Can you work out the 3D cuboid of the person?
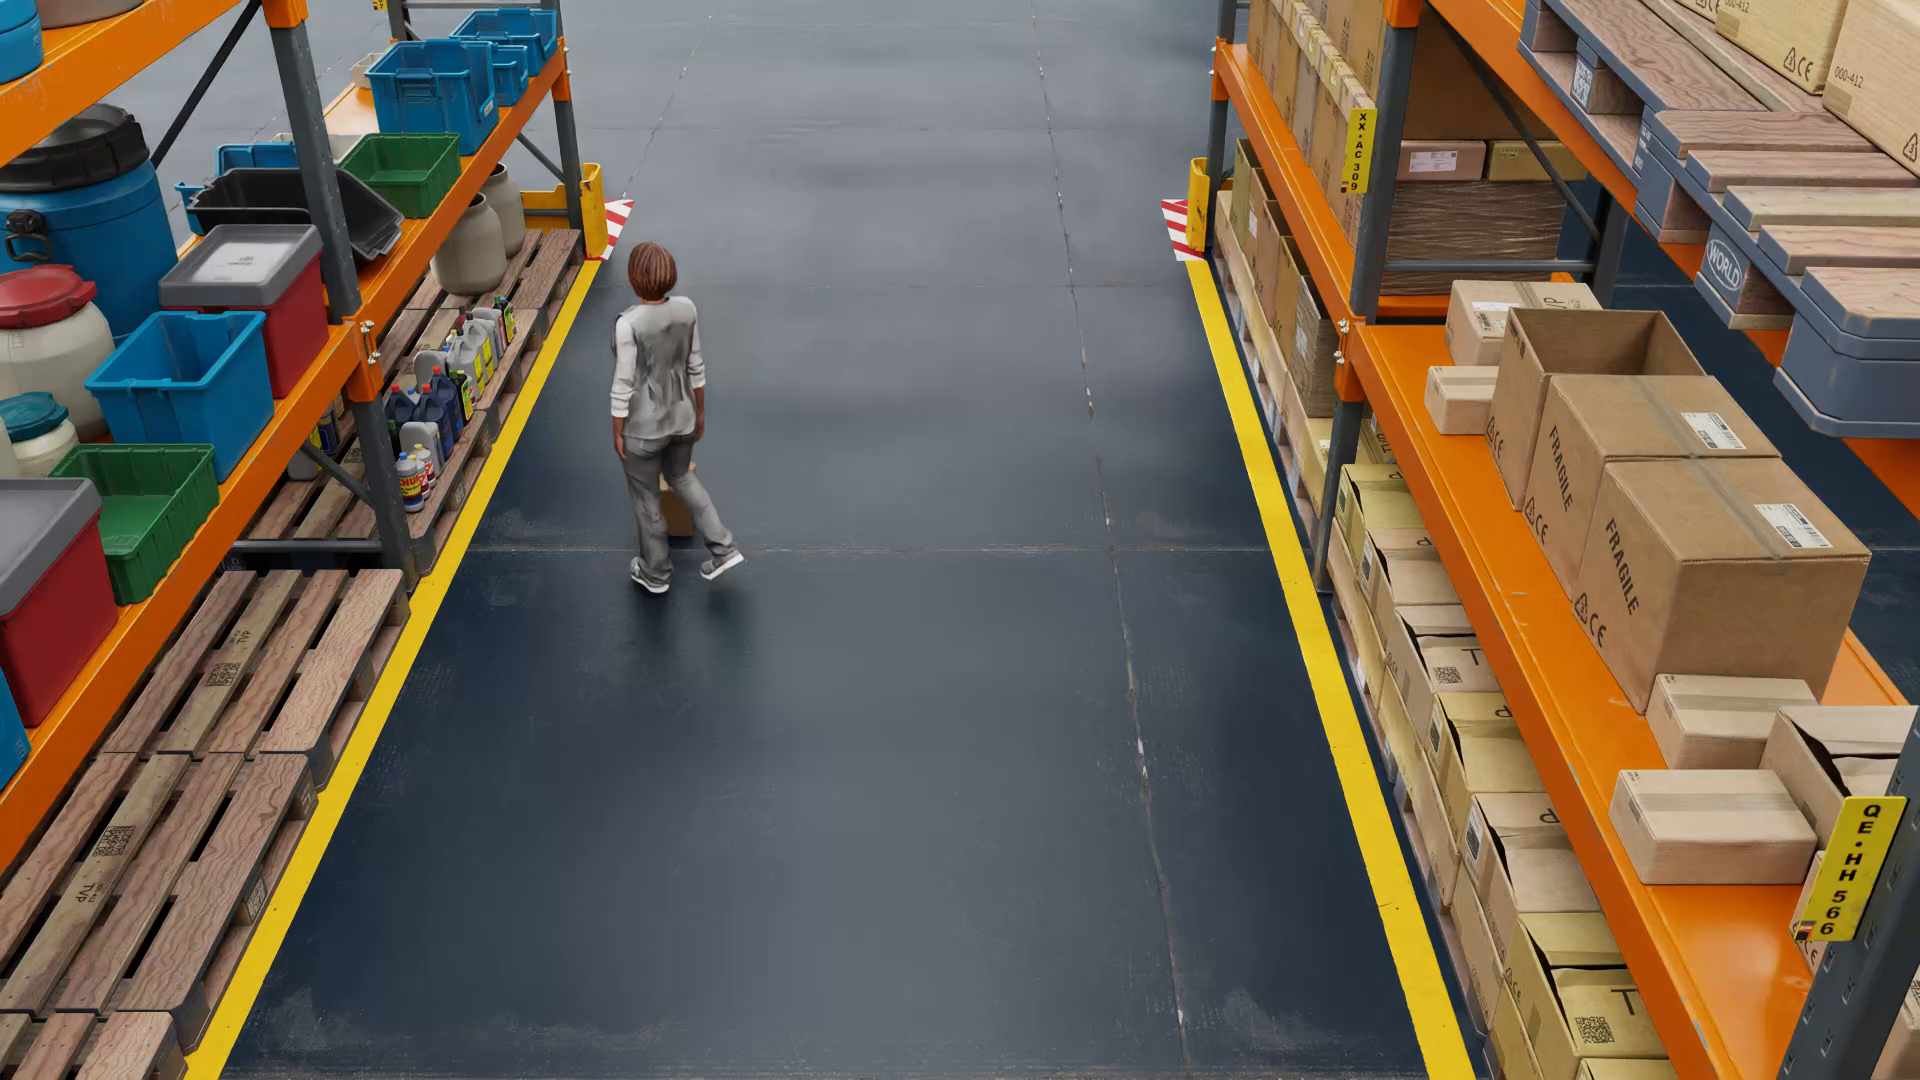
[{"bbox_3d":[-1.238,-0.469,6.884,0.519,1.579,0.430,28,41,37],"label":"person"}]
